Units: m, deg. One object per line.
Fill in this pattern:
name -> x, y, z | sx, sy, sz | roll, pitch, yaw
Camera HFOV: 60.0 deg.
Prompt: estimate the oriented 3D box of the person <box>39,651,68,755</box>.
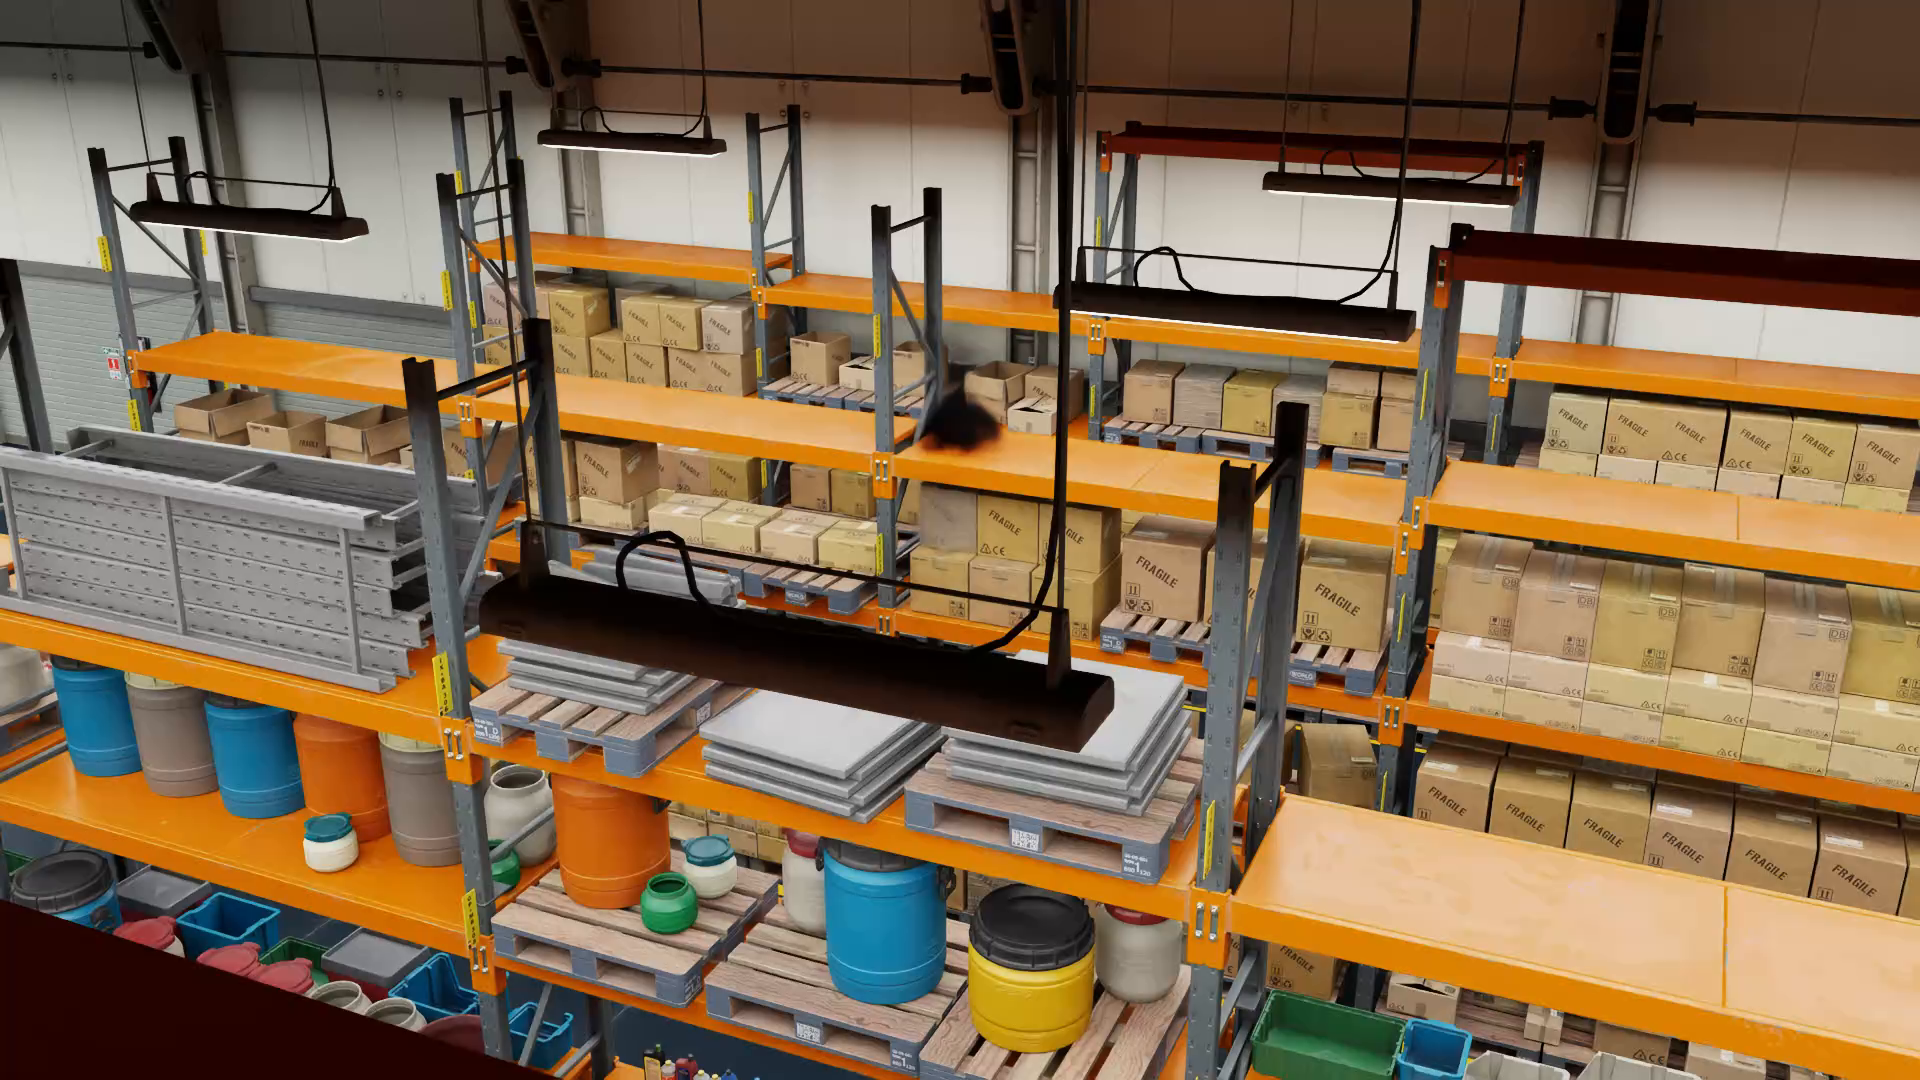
person -> -8.542, 1.630, 15.807 | 0.619, 1.754, 0.731 | -4, 21, -12
